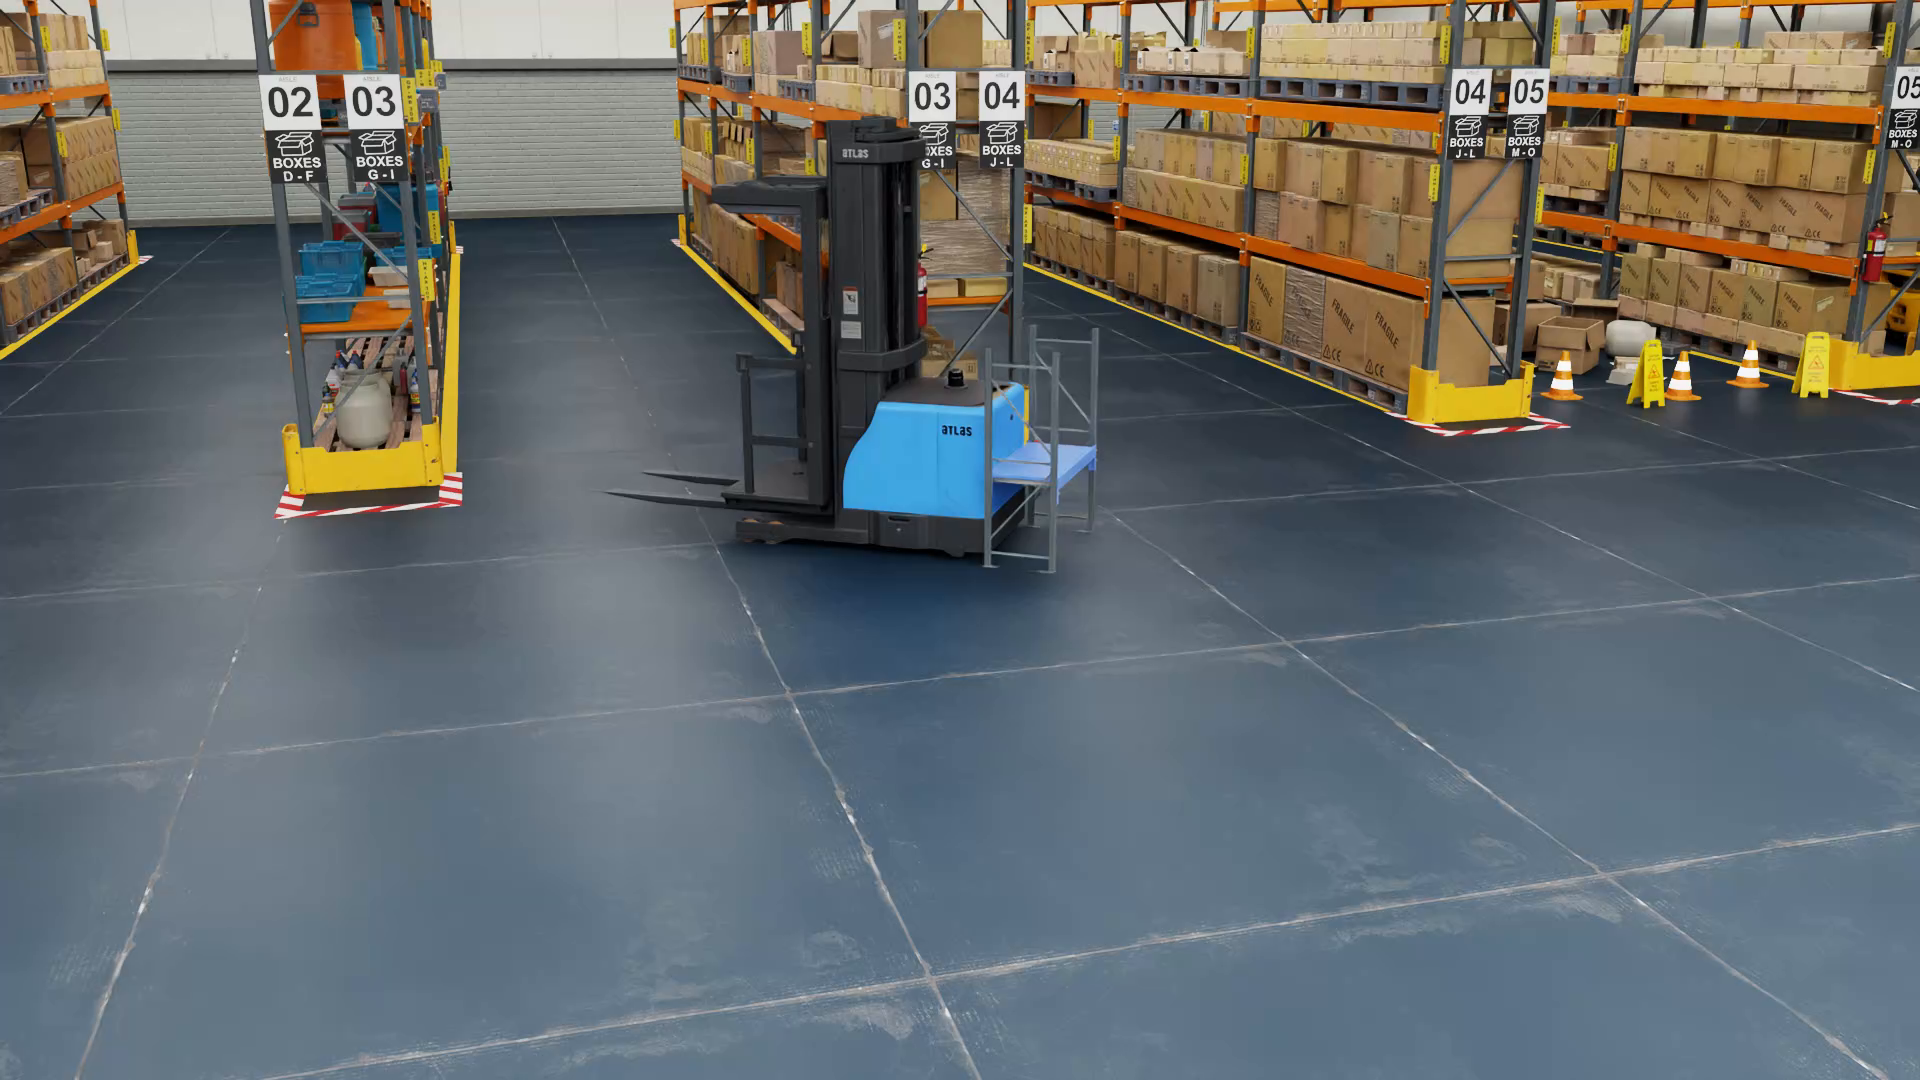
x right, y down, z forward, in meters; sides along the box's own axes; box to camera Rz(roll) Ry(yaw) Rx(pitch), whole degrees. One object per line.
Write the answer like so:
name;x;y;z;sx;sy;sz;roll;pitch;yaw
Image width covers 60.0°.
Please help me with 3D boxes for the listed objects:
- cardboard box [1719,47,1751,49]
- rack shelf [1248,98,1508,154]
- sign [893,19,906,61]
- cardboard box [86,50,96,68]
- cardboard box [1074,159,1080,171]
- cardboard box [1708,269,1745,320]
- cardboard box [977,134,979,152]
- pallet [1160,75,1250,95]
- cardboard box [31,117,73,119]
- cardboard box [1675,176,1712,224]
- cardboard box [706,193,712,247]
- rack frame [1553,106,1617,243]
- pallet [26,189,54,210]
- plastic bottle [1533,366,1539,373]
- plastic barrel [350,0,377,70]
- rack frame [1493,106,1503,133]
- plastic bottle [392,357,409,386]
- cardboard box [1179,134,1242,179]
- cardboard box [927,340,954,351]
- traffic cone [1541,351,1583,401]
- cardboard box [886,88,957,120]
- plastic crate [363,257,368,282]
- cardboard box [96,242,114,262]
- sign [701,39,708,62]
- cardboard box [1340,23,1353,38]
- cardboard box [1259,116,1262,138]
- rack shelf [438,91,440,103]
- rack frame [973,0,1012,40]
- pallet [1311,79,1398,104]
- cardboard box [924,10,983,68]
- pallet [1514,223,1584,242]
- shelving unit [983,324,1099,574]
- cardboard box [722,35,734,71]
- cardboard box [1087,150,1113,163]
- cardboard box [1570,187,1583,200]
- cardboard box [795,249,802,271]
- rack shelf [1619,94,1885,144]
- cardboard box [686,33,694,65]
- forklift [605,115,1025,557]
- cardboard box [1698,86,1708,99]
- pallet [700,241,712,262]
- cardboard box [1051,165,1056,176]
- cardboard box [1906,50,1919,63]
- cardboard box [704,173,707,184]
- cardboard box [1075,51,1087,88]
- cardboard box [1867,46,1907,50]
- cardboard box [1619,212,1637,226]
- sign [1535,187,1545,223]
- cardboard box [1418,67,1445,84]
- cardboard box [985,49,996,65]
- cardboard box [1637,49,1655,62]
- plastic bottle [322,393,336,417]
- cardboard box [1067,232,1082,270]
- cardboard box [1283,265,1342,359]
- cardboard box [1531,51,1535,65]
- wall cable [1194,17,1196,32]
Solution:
cardboard box;11.768;-7.416;25.264;0.380;0.149;0.250;-4;17;-13
rack shelf;4.293;-4.266;16.976;1.077;0.370;4.000;-5;17;-15
sign;-0.494;-4.079;13.564;0.100;0.325;0.005;-5;17;-15
cardboard box;-13.353;-7.244;25.032;0.500;0.250;0.500;-5;17;-15
cardboard box;1.852;-5.373;23.815;0.380;0.149;0.250;-5;17;-15
cardboard box;8.824;-2.769;18.701;0.500;0.500;0.500;-5;17;-17
cardboard box;0.597;-6.808;28.712;0.500;0.500;0.500;-4;17;-15
pallet;3.182;-5.697;20.817;1.003;0.211;1.213;-4;17;-13
cardboard box;-14.009;-6.283;25.744;0.500;0.500;0.500;-4;17;-14
cardboard box;8.613;-3.916;19.084;0.500;0.500;0.500;-5;17;-16
cardboard box;-3.604;-5.197;27.003;0.875;0.875;0.875;-5;17;-15
rack frame;11.048;-6.753;29.218;1.000;3.000;0.127;-5;17;-15
pallet;-12.664;-4.472;21.959;1.003;0.211;1.213;-5;17;-15
plastic bottle;6.128;-1.868;18.064;0.133;0.061;0.283;-12;20;-34
plastic barrel;-5.645;-4.565;15.121;0.600;0.901;0.708;-5;17;-15
rack frame;7.375;-5.253;24.225;1.000;3.000;0.127;-5;17;-15
plastic bottle;-5.445;-1.650;16.202;0.152;0.276;0.135;-5;17;-15
cardboard box;3.182;-4.812;20.847;0.700;0.500;0.500;-5;17;-16
cardboard box;-0.307;-1.597;15.670;0.500;0.500;0.500;0;17;-1
traffic cone;6.062;-1.665;16.690;0.336;0.463;0.334;-5;17;-15
cardboard box;-0.331;-3.735;14.217;0.500;0.250;0.500;-4;17;-14
plastic crate;-5.714;-2.472;15.336;0.450;0.188;0.662;-5;17;-15
cardboard box;-13.259;-4.398;25.394;0.500;0.250;0.500;-5;17;-15
sign;-3.786;-7.254;24.636;0.100;0.325;0.005;-5;17;-15
cardboard box;4.004;-5.056;16.503;0.380;0.149;0.250;-5;17;-15
cardboard box;5.470;-7.415;29.512;0.500;0.500;0.500;-5;17;-15
rack shelf;-8.564;-6.829;25.510;1.077;0.370;4.000;-5;17;-15
rack frame;0.445;-9.920;29.333;1.000;3.000;0.127;-5;17;-15
pallet;4.289;-4.557;16.850;1.003;0.211;1.213;-5;17;-15
cardboard box;-0.103;-4.555;15.128;0.500;0.500;0.500;-5;17;-15
pallet;10.860;-5.607;30.252;1.003;0.211;1.213;-5;17;-15
shelving unit;0.572;-0.654;11.521;0.538;1.500;1.048;6;18;18
cardboard box;-3.083;-7.102;24.263;0.700;0.500;0.500;-4;17;-14
cardboard box;2.001;-5.368;23.282;0.380;0.149;0.250;-5;17;-16
cardboard box;8.012;-4.422;21.166;0.380;0.149;0.250;-5;17;-17
cardboard box;-1.785;-3.513;20.710;0.500;0.250;0.500;-3;17;-9
rack shelf;9.024;-4.685;18.372;1.077;0.370;4.000;-5;17;-15
cardboard box;-4.118;-8.111;27.448;0.700;0.500;0.500;-5;18;-17
forklift;-1.096;-1.509;11.882;3.031;2.935;1.130;5;17;16
cardboard box;8.610;-5.073;18.850;0.380;0.149;0.250;-5;18;-17
pallet;-3.725;-4.795;27.548;1.003;0.211;1.213;-5;17;-15
cardboard box;1.574;-5.515;24.804;0.380;0.149;0.250;-5;17;-16
cardboard box;9.672;-4.853;16.729;0.380;0.149;0.250;-5;17;-16
cardboard box;-3.792;-5.656;26.004;0.380;0.149;0.250;-5;17;-16
cardboard box;1.959;-6.732;23.761;0.500;0.500;0.500;-5;17;-15
cardboard box;12.602;-6.576;22.667;0.500;0.311;0.500;-5;18;-17
cardboard box;8.253;-3.914;20.203;0.380;0.149;0.250;-5;17;-16
sign;5.378;-3.115;15.467;0.100;0.325;0.005;-5;17;-15
cardboard box;4.425;-4.251;15.209;0.380;0.149;0.250;-5;17;-15
cardboard box;0.728;-8.084;27.827;0.500;0.250;0.500;-5;18;-17
cardboard box;8.247;-5.732;19.656;0.380;0.149;0.250;-5;17;-16
plastic bottle;-5.643;-1.209;14.862;0.097;0.201;0.097;0;17;0
cardboard box;1.911;-4.288;24.627;0.500;0.500;0.500;-6;18;-18
cardboard box;4.100;-2.482;17.965;0.875;0.875;0.875;-5;17;-15
cardboard box;7.822;-6.319;22.382;0.797;0.503;0.637;-5;17;-15
wall cable;4.067;-11.949;36.088;2.355;3.000;0.029;-5;17;-15
